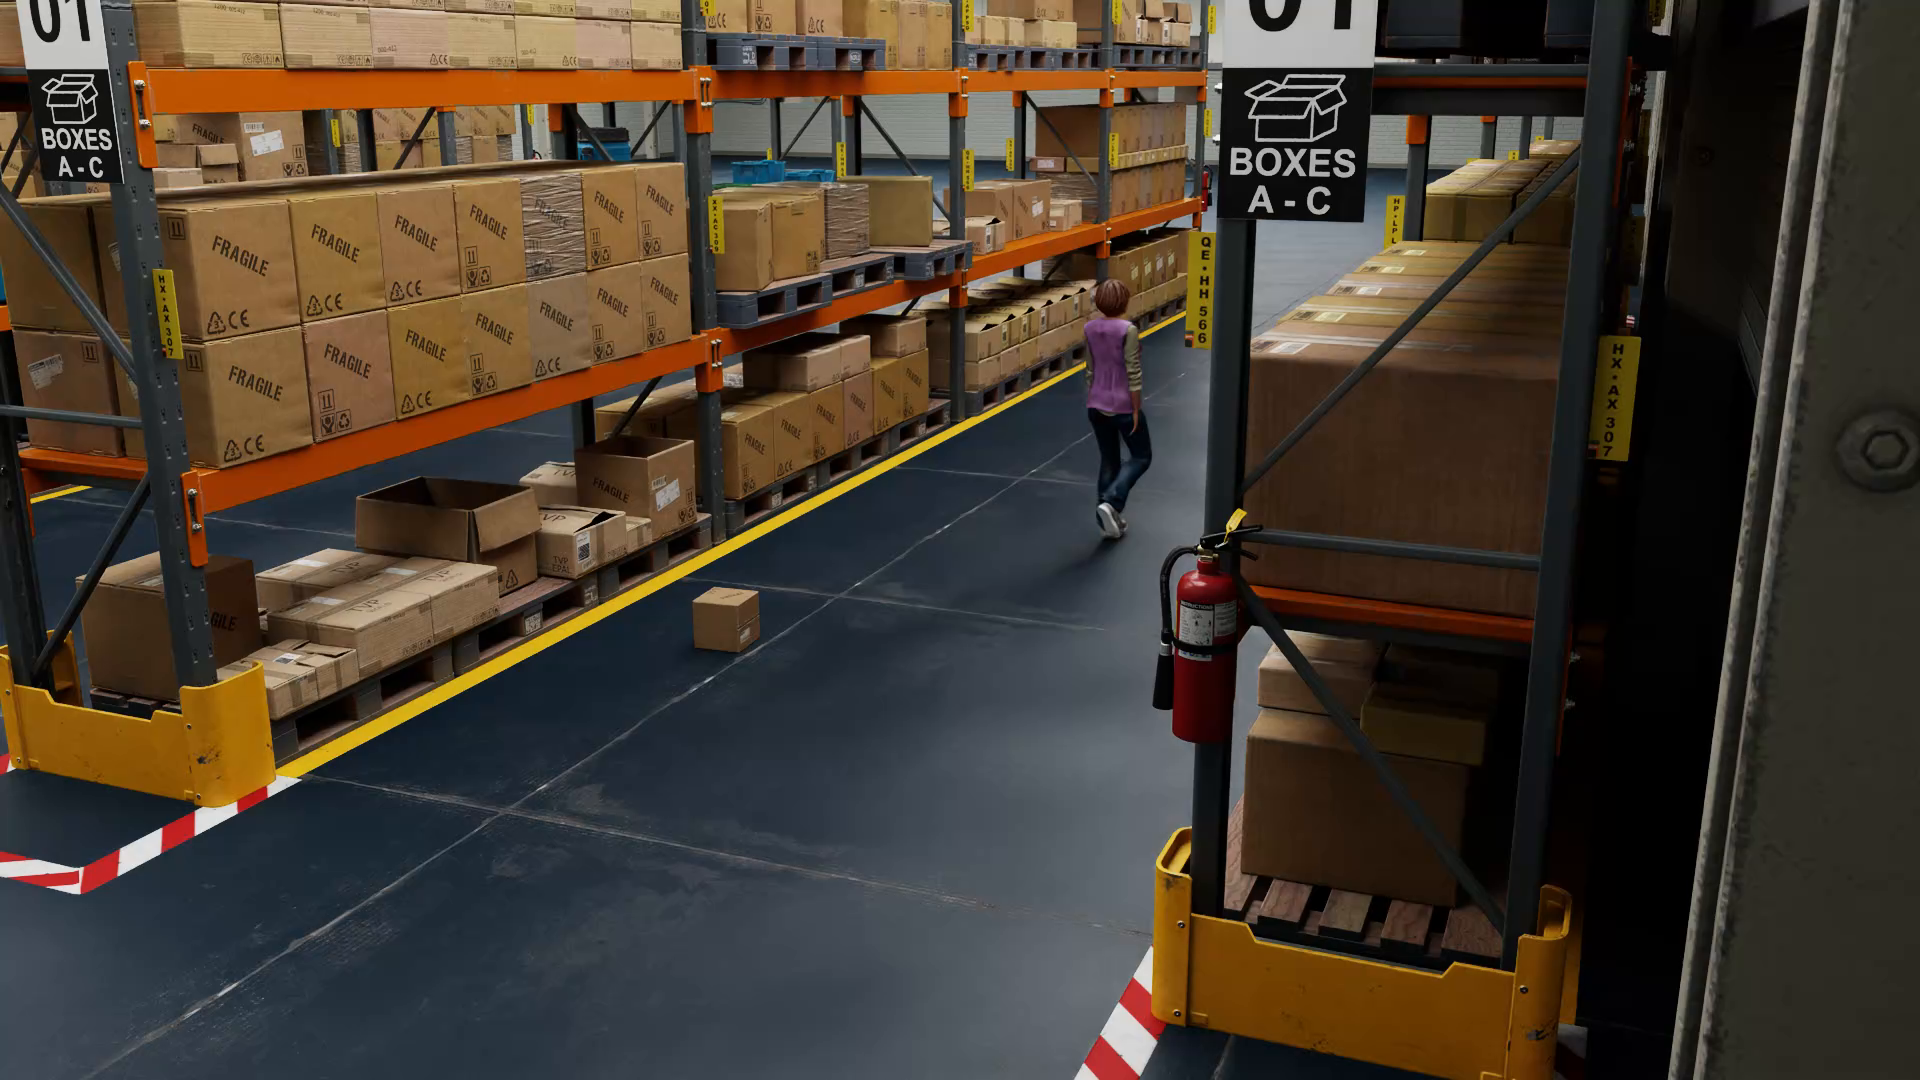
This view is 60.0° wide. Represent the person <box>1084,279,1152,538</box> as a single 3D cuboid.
[{"bbox_3d":[0.920,-0.780,10.053,0.414,1.588,0.473,12,20,37],"label":"person"}]
